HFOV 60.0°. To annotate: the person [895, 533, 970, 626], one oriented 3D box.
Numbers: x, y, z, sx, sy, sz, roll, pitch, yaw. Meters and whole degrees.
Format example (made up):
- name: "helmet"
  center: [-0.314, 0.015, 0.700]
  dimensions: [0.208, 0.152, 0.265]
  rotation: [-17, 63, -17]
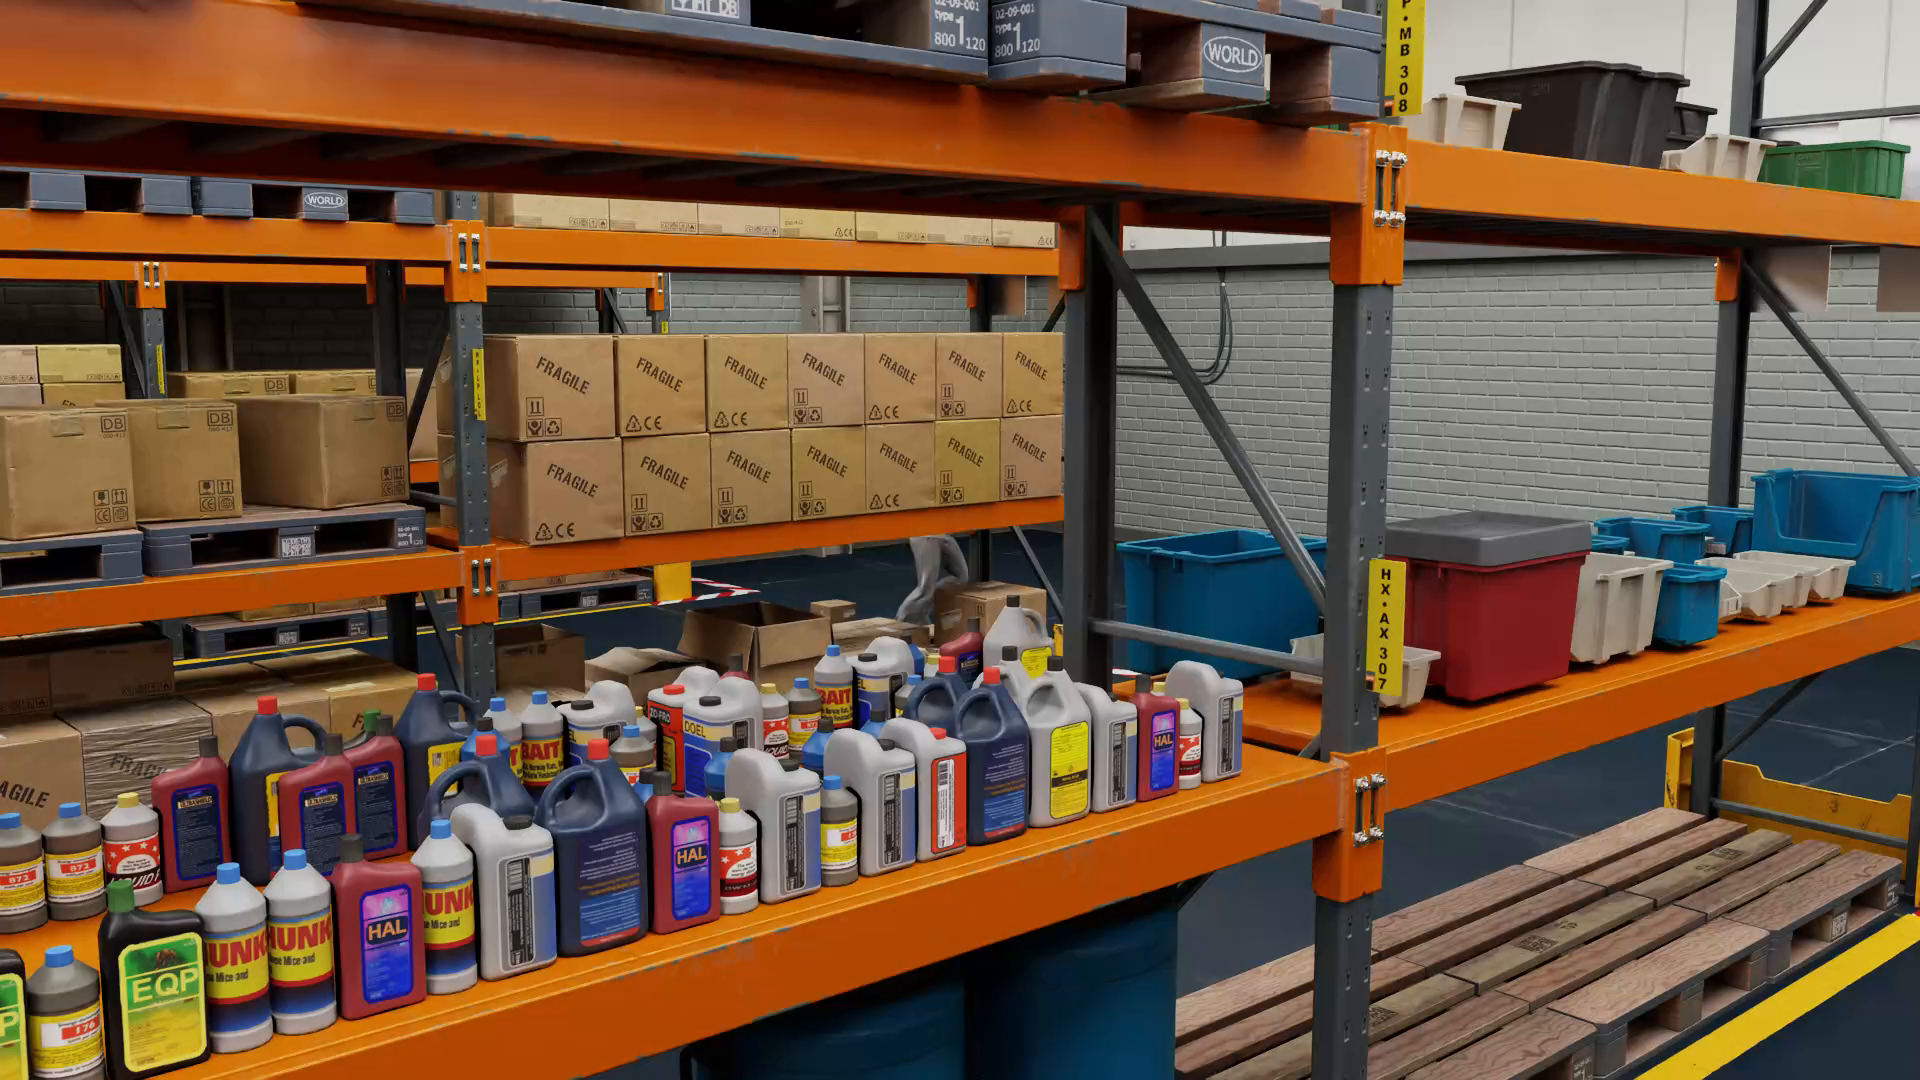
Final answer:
- name: "person"
  center: [-0.138, -0.026, 12.240]
  dimensions: [0.789, 1.581, 0.612]
  rotation: [1, 8, 10]
